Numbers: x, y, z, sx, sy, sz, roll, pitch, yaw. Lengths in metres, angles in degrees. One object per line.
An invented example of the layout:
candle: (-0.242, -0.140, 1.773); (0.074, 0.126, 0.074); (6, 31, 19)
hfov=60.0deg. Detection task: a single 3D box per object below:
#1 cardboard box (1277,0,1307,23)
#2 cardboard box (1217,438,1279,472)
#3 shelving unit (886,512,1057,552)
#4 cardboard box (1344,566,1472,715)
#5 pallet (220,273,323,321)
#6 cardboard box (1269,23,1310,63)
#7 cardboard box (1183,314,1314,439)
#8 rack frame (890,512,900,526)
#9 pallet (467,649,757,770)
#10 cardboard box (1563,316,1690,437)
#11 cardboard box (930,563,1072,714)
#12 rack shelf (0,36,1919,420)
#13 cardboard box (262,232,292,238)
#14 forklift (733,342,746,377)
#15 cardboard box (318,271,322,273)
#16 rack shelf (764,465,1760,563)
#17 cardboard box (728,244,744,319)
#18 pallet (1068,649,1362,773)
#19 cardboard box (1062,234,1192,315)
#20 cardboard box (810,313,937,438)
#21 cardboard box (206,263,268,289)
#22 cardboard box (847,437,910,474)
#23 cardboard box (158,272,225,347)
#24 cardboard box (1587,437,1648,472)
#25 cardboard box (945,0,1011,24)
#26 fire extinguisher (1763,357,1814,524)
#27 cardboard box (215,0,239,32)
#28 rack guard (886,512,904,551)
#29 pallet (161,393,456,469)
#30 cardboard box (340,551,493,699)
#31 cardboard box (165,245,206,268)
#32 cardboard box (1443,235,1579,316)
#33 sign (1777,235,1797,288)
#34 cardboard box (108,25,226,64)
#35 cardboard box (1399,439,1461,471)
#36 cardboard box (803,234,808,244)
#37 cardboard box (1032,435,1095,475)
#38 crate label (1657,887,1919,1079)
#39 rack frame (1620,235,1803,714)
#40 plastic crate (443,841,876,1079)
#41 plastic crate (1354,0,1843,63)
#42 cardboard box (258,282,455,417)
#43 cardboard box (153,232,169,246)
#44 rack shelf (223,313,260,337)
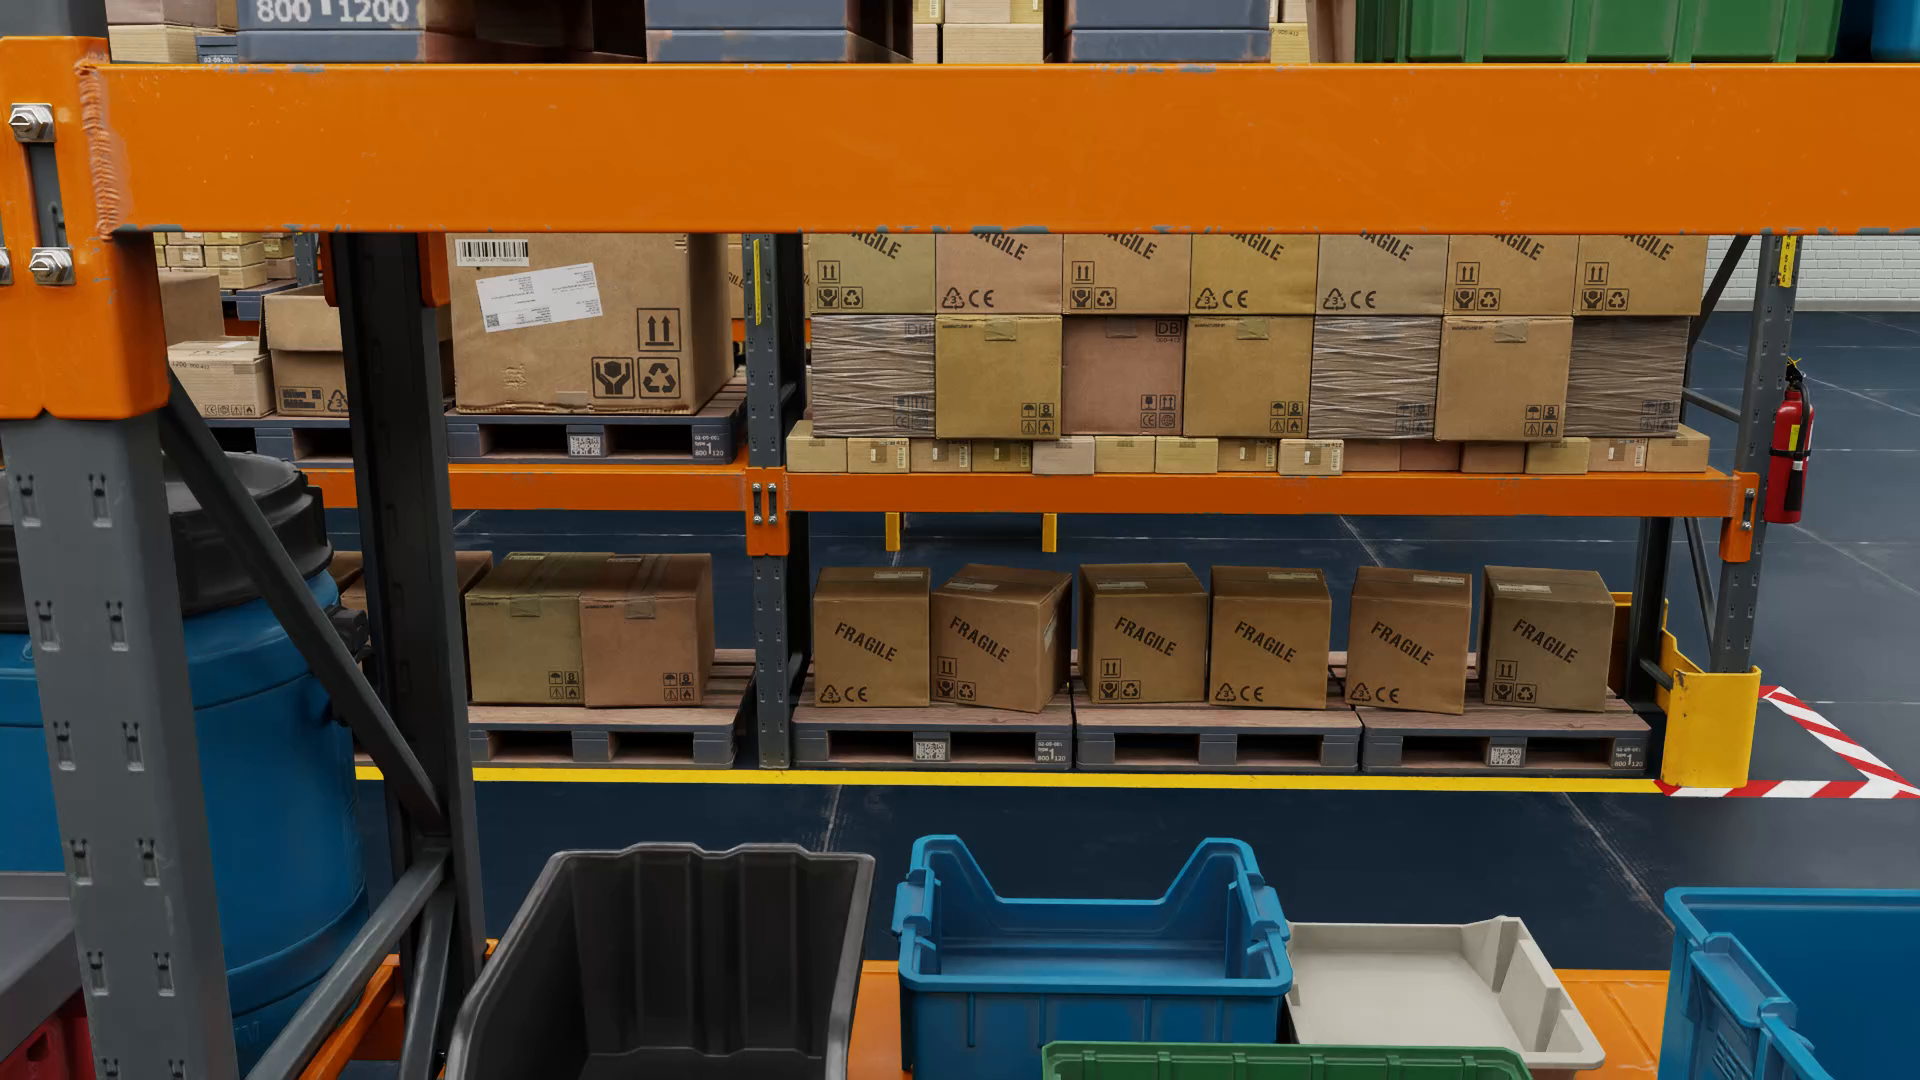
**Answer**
cardboard box: (1.357, -2.083, 6.487); (0.250, 0.149, 0.380); (0, 15, -1)
cardboard box: (1.175, -0.396, 6.954); (0.250, 0.149, 0.380); (0, 15, 1)
shelving unit: (0.076, -0.725, 10.647); (1.083, 1.500, 0.587); (0, 15, 1)
cardboard box: (1.993, 0.436, 7.384); (0.500, 0.500, 0.500); (4, 15, 16)
pallet: (-5.269, -1.767, 12.034); (1.003, 0.211, 1.213); (0, 15, 1)
cardboard box: (1.213, -1.892, 6.546); (0.500, 0.250, 0.500); (0, 15, 0)
cardboard box: (1.165, -0.762, 7.069); (0.500, 0.500, 0.875); (0, 15, 1)
rack frame: (-0.423, -0.728, 10.659); (0.032, 1.500, 0.500); (0, 15, 1)
pallet: (-1.562, 0.751, 7.578); (1.213, 0.211, 1.003); (0, 15, 1)
cardboard box: (2.666, -0.769, 7.095); (0.500, 0.500, 0.875); (0, 15, 1)
cardboard box: (0.188, 0.428, 7.414); (0.500, 0.500, 0.500); (5, 16, 19)
rack shelf: (1.090, -0.419, 2.077); (4.000, 0.370, 1.077); (0, 15, 1)
cardboard box: (-5.016, -2.304, 12.196); (0.250, 0.149, 0.380); (0, 15, 2)
forklift: (-1.974, -2.268, 13.690); (3.031, 2.935, 1.130); (-7, 16, -24)
cardboard box: (-6.109, -2.354, 17.223); (0.875, 0.875, 0.875); (1, 15, 2)
rack shelf: (1.216, -0.231, 7.247); (4.000, 0.370, 1.077); (0, 15, 1)
cardboard box: (-1.589, -1.843, 11.750); (0.500, 0.500, 0.500); (0, 15, 1)
pallet: (1.112, 0.759, 7.550); (1.213, 0.211, 1.003); (0, 15, 1)
cardboard box: (0.660, -1.194, 6.745); (0.500, 0.500, 0.500); (0, 15, 1)
cardboard box: (-0.335, -0.766, 7.083); (0.500, 0.500, 0.875); (0, 15, 1)
cardboard box: (-5.059, -1.850, 11.641); (0.250, 0.149, 0.380); (1, 15, 2)
cardboard box: (-0.326, -0.388, 6.922); (0.250, 0.149, 0.380); (0, 15, 1)
cardboard box: (-3.681, -0.898, 7.345); (0.500, 0.500, 0.700); (3, 15, 10)
cardboard box: (2.675, -0.396, 6.952); (0.250, 0.149, 0.380); (0, 15, 1)
cardboard box: (0.073, -2.090, 6.516); (0.250, 0.149, 0.380); (0, 15, 2)
fire extinguisher: (3.318, -0.410, 6.667); (0.183, 0.674, 0.296); (0, 15, 1)
cardboard box: (-3.291, -2.412, 7.045); (0.500, 0.500, 0.500); (1, 15, 2)
rack guard: (-0.422, -0.124, 10.819); (0.087, 0.250, 0.587); (0, 15, 1)
pallet: (-2.802, -0.523, 7.318); (1.213, 0.211, 1.003); (0, 15, 1)
cardboard box: (-2.432, 0.383, 7.546); (0.500, 0.500, 0.700); (-1, 15, -3)
cardboard box: (-5.327, -1.996, 11.613); (0.250, 0.149, 0.380); (1, 15, 4)
cardboard box: (2.159, -1.184, 6.709); (0.500, 0.500, 0.500); (0, 15, 1)
sign: (3.181, -1.137, 6.382); (0.005, 0.325, 0.100); (0, 15, 1)
cardboard box: (-3.291, -1.924, 6.666); (0.500, 0.250, 0.500); (1, 15, 3)
cardboard box: (1.926, -0.402, 6.976); (0.250, 0.149, 0.380); (0, 15, 1)
cardboard box: (-1.052, -2.390, 11.862); (0.500, 0.500, 0.700); (0, 15, 0)
cardboard box: (0.423, -0.382, 6.899); (0.250, 0.149, 0.380); (0, 15, 1)
crate label: (1.242, 0.737, 2.098); (0.616, 0.435, 0.502); (0, 15, 1)
rack frame: (3.215, -0.566, 7.106); (0.127, 3.000, 1.000); (0, 15, 1)
plastic crate: (-0.390, 0.737, 2.289); (0.504, 0.338, 0.767); (0, 15, 1)
plastic crate: (0.661, -0.597, 1.759); (0.450, 0.188, 0.336); (0, 15, 1)
cardboard box: (-2.519, -0.833, 7.091); (0.637, 0.503, 0.797); (2, 15, 7)
cardboard box: (-5.569, -2.142, 11.581); (0.250, 0.149, 0.380); (1, 15, 3)
rack shelf: (-6.554, -1.548, 12.236); (4.000, 0.370, 1.077); (0, 15, 1)
